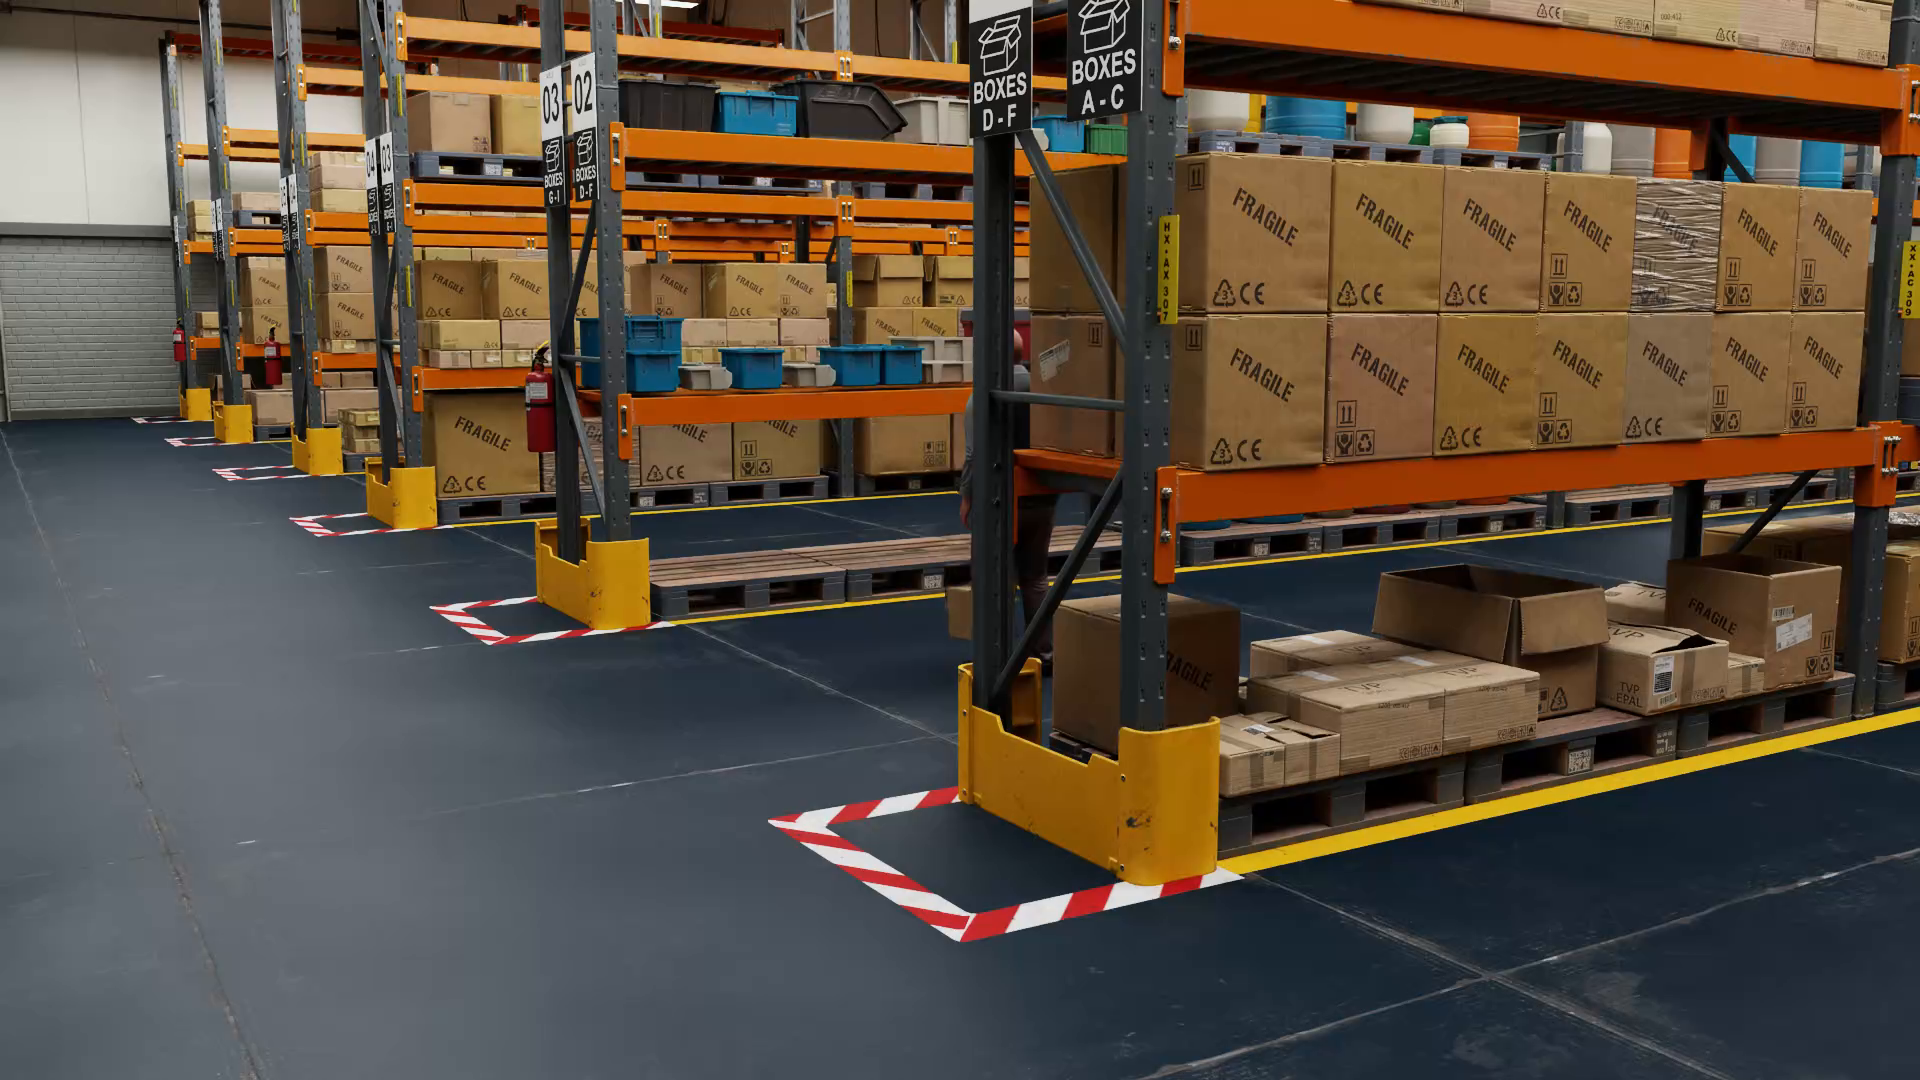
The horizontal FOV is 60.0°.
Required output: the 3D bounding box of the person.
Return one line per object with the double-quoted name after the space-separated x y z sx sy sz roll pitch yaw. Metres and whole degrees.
0.245 -0.175 8.137 0.566 1.723 0.473 -5 10 -33 "person"
